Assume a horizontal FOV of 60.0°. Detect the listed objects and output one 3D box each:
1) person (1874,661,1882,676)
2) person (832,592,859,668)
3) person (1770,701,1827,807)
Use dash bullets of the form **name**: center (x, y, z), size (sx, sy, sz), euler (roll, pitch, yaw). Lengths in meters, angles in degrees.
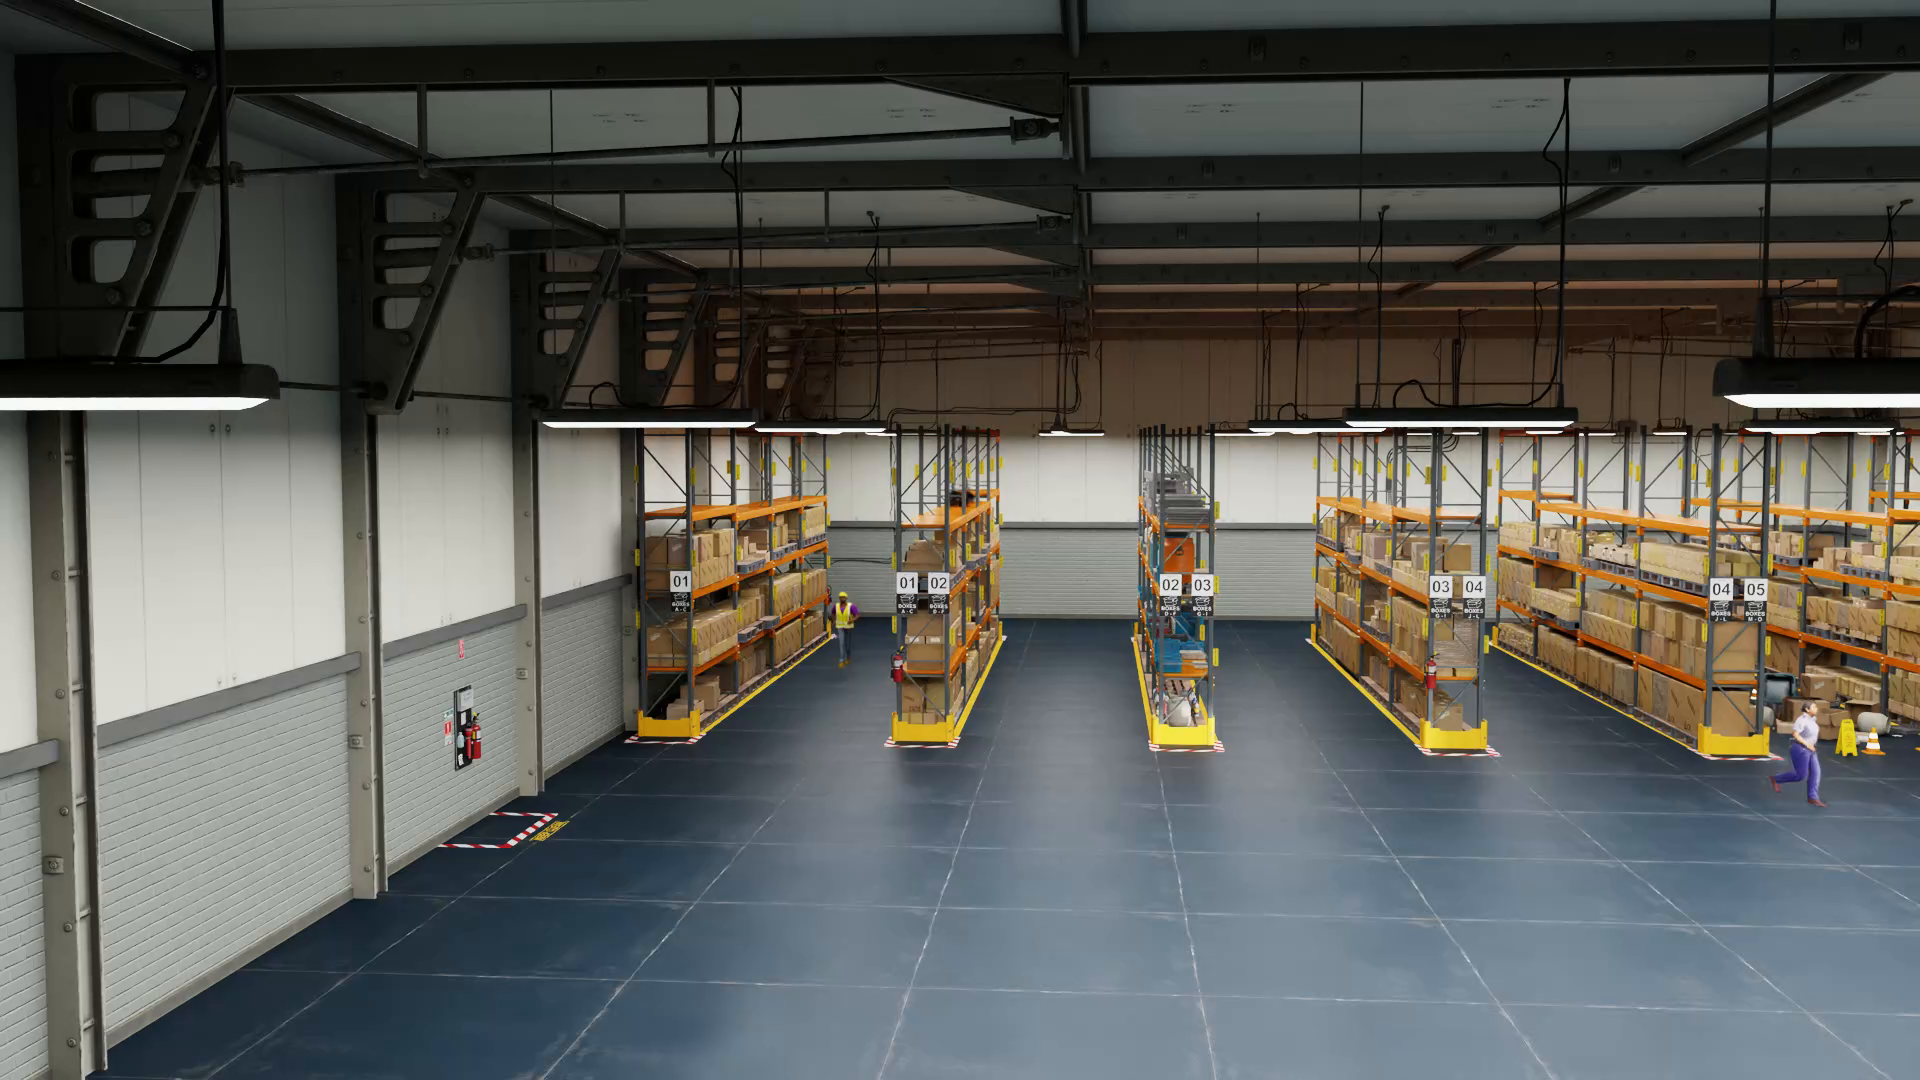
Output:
- **person**: center (21.515, 2.624, 38.709), size (0.541, 1.328, 0.609), euler (0, 3, 6)
- **person**: center (-2.753, 2.133, 39.674), size (0.664, 1.804, 0.772), euler (0, 3, 4)
- **person**: center (13.233, 3.339, 26.169), size (0.846, 1.629, 0.631), euler (3, 5, 44)
